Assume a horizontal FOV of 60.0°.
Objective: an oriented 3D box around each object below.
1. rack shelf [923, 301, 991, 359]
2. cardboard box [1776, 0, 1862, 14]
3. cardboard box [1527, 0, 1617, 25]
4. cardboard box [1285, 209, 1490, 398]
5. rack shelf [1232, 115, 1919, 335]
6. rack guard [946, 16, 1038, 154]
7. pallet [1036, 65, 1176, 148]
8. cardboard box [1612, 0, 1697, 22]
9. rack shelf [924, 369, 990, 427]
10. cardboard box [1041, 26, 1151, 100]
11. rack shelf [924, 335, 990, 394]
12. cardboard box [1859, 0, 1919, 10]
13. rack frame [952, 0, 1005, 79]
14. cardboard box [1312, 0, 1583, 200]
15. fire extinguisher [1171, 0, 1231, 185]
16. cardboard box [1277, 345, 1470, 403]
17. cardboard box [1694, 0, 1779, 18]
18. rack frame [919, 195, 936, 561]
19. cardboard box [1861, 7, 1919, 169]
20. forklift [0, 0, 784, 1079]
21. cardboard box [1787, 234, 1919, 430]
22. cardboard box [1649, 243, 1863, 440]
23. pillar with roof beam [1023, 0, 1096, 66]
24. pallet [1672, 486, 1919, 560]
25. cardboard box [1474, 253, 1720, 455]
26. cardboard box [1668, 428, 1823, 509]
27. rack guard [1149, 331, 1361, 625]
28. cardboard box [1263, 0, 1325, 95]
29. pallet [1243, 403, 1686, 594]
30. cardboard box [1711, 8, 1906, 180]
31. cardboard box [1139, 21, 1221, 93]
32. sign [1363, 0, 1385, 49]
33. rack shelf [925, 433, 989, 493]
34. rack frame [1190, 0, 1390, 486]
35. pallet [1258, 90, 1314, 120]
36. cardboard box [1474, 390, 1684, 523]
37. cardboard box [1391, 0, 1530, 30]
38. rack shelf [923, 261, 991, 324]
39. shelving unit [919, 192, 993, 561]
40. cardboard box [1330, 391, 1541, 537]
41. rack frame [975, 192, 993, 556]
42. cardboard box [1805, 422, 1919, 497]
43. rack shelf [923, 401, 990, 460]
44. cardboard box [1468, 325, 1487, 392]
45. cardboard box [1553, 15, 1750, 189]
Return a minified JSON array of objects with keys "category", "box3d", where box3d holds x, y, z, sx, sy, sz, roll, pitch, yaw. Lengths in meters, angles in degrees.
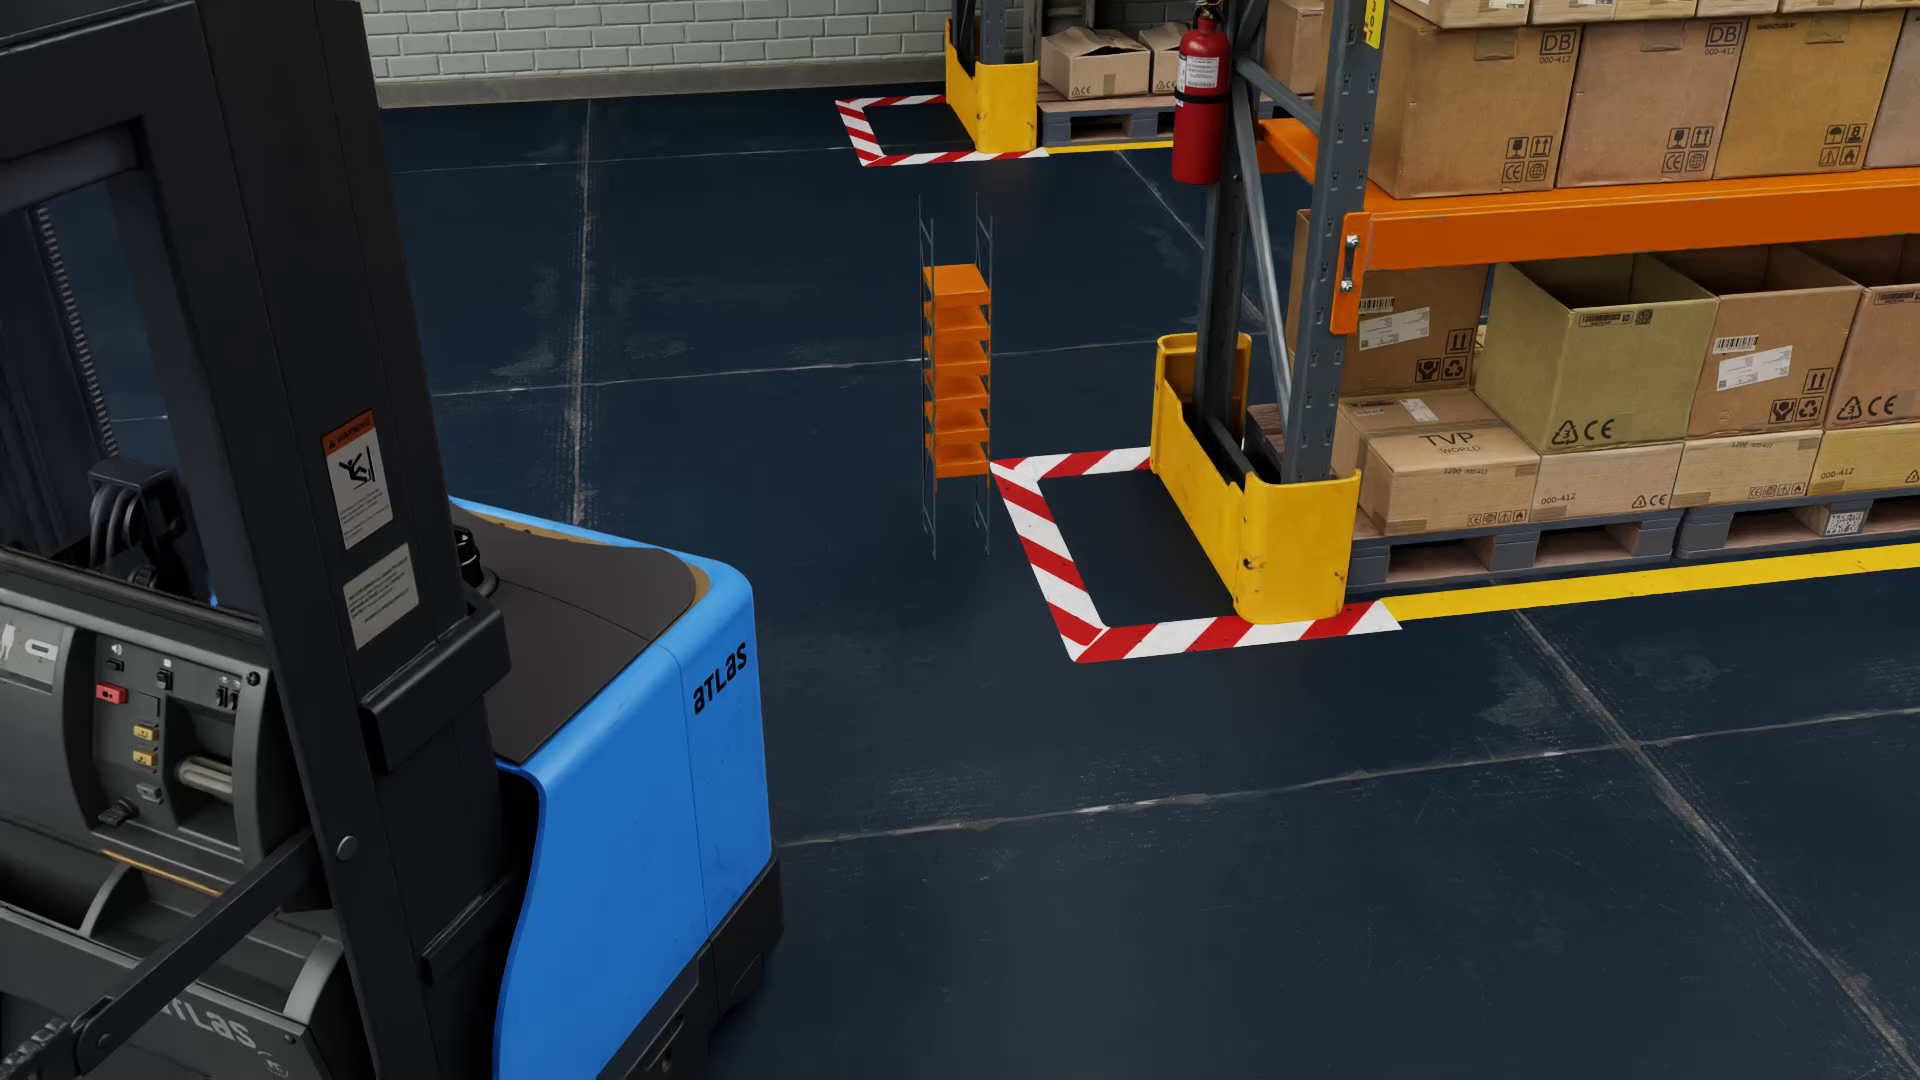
[{"category":"rack shelf","box3d":[-0.014,-0.684,5.344,0.180,0.103,0.258,-5,31,-9]},{"category":"cardboard box","box3d":[2.437,-1.673,4.897,0.250,0.149,0.380,-6,31,-11]},{"category":"cardboard box","box3d":[1.681,-1.603,4.779,0.250,0.149,0.380,-6,31,-10]},{"category":"cardboard box","box3d":[1.471,-0.843,5.783,0.500,0.500,0.500,-5,31,-9]},{"category":"rack shelf","box3d":[2.964,-1.199,5.540,4.000,0.370,1.077,-5,31,-9]},{"category":"rack guard","box3d":[0.175,-2.725,9.892,0.348,0.500,1.175,-5,31,-9]},{"category":"pallet","box3d":[0.981,-2.658,10.061,1.213,0.211,1.003,-5,31,-9]},{"category":"cardboard box","box3d":[1.926,-1.625,4.816,0.250,0.149,0.380,-5,31,-9]},{"category":"rack shelf","box3d":[-0.014,-0.478,5.466,0.180,0.103,0.258,-5,31,-9]},{"category":"cardboard box","box3d":[0.797,-2.845,9.848,0.500,0.311,0.500,-9,32,-15]},{"category":"rack shelf","box3d":[-0.014,-0.581,5.405,0.180,0.103,0.258,-5,31,-9]},{"category":"cardboard box","box3d":[2.688,-1.696,4.937,0.250,0.149,0.380,-6,31,-10]},{"category":"rack frame","box3d":[0.101,-3.796,9.247,0.127,3.000,1.000,-5,31,-9]},{"category":"cardboard box","box3d":[1.458,-1.406,5.083,0.500,0.500,0.700,-5,31,-9]},{"category":"fire extinguisher","box3d":[0.797,-1.514,5.442,0.183,0.674,0.296,-5,31,-9]},{"category":"cardboard box","box3d":[1.471,-0.519,5.971,0.500,0.250,0.500,-5,31,-9]},{"category":"cardboard box","box3d":[2.175,-1.647,4.853,0.250,0.149,0.380,-6,31,-10]},{"category":"rack frame","box3d":[-0.104,-0.508,5.429,0.006,1.200,0.240,-5,31,-9]},{"category":"cardboard box","box3d":[2.980,-1.549,5.326,0.500,0.500,0.700,-4,31,-7]},{"category":"forklift","box3d":[-1.482,0.305,2.340,1.130,2.935,3.031,13,33,20]},{"category":"cardboard box","box3d":[3.040,-0.719,5.572,0.500,0.500,0.500,-5,31,-9]},{"category":"cardboard box","box3d":[2.545,-0.682,5.510,0.500,0.500,0.500,-5,31,-9]},{"category":"pillar with roof beam","box3d":[1.409,-4.731,4.918,0.400,9.000,9.100,-5,31,-9]},{"category":"pallet","box3d":[2.939,-0.325,6.094,1.213,0.211,1.003,-5,31,-9]},{"category":"cardboard box","box3d":[2.056,-0.630,5.421,0.500,0.500,0.500,-5,31,-9]},{"category":"cardboard box","box3d":[2.547,-0.353,5.690,0.500,0.250,0.500,-5,31,-9]},{"category":"rack guard","box3d":[0.973,-0.247,5.677,0.348,0.500,1.175,-5,31,-9]},{"category":"cardboard box","box3d":[2.089,-3.021,9.960,0.500,0.500,0.700,-7,31,-12]},{"category":"pallet","box3d":[1.741,-0.215,5.908,1.213,0.211,1.003,-5,31,-9]},{"category":"cardboard box","box3d":[2.463,-1.499,5.241,0.500,0.500,0.700,-5,31,-9]},{"category":"cardboard box","box3d":[1.358,-2.897,9.936,0.500,0.311,0.500,-3,31,-5]},{"category":"sign","box3d":[1.091,-1.457,4.336,0.005,0.325,0.100,-5,31,-9]},{"category":"rack shelf","box3d":[-0.014,-0.271,5.588,0.180,0.103,0.258,-5,31,-9]},{"category":"rack frame","box3d":[0.997,-1.327,5.047,0.127,3.000,1.000,-5,31,-9]},{"category":"pallet","box3d":[2.178,-2.767,10.248,1.213,0.211,1.003,-5,31,-9]},{"category":"cardboard box","box3d":[2.055,-0.308,5.613,0.500,0.250,0.500,-5,31,-9]},{"category":"cardboard box","box3d":[1.421,-1.578,4.735,0.250,0.149,0.380,-6,31,-9]},{"category":"rack shelf","box3d":[-0.014,-0.788,5.284,0.180,0.103,0.258,-5,31,-9]},{"category":"shelving unit","box3d":[-0.014,-0.516,5.444,0.189,1.200,0.258,-5,31,-9]},{"category":"cardboard box","box3d":[1.564,-0.260,5.532,0.500,0.250,0.500,-5,31,-9]},{"category":"rack frame","box3d":[0.076,-0.524,5.458,0.006,1.200,0.240,-5,31,-9]},{"category":"cardboard box","box3d":[3.040,-0.397,5.763,0.500,0.250,0.500,-5,31,-9]},{"category":"rack shelf","box3d":[-0.014,-0.374,5.527,0.180,0.103,0.258,-5,31,-9]},{"category":"cardboard box","box3d":[1.961,-0.570,6.059,0.500,0.250,0.500,-5,31,-9]},{"category":"cardboard box","box3d":[1.974,-1.456,5.169,0.500,0.500,0.700,-5,31,-8]}]
